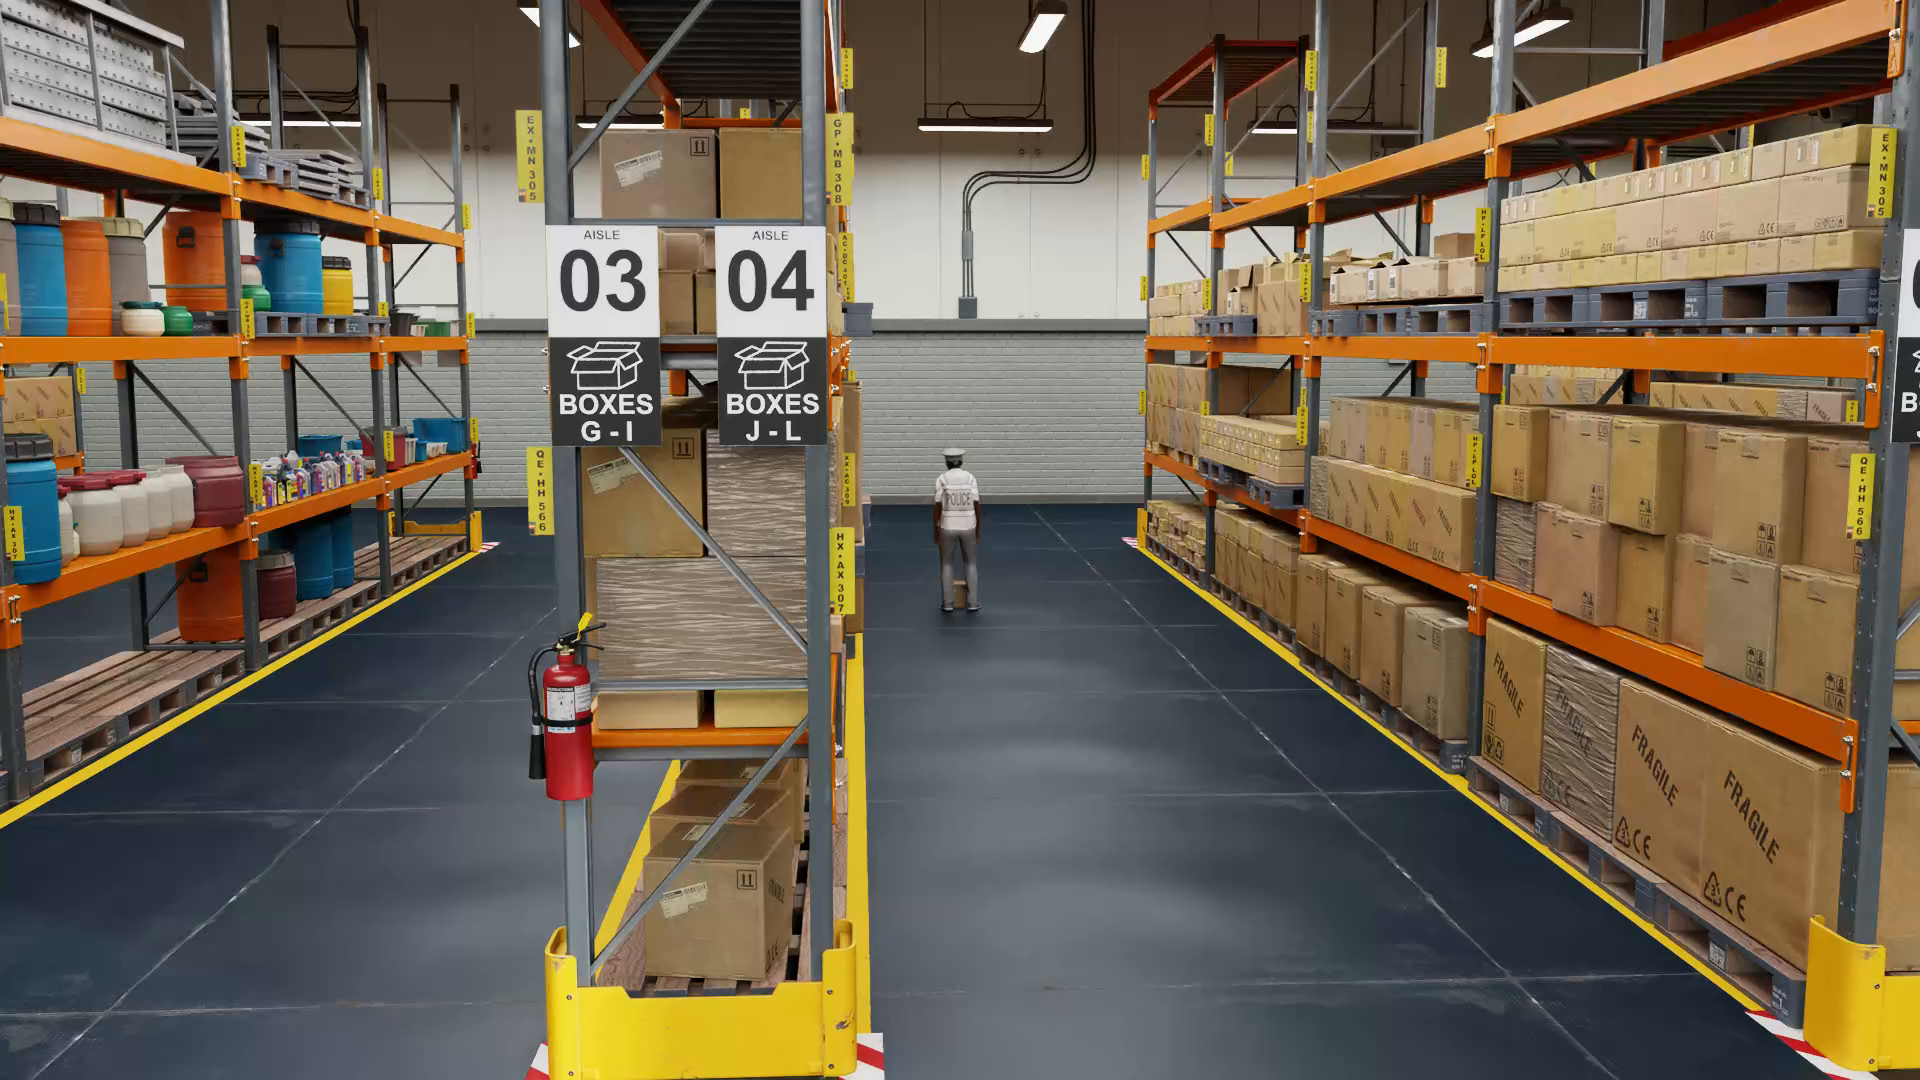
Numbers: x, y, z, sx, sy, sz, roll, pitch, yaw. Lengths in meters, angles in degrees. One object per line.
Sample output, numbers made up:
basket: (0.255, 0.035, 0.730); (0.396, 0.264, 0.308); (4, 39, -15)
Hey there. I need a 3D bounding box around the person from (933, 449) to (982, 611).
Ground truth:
person: (-0.023, -0.099, 17.079); (0.517, 1.656, 0.397); (-1, 7, -6)
